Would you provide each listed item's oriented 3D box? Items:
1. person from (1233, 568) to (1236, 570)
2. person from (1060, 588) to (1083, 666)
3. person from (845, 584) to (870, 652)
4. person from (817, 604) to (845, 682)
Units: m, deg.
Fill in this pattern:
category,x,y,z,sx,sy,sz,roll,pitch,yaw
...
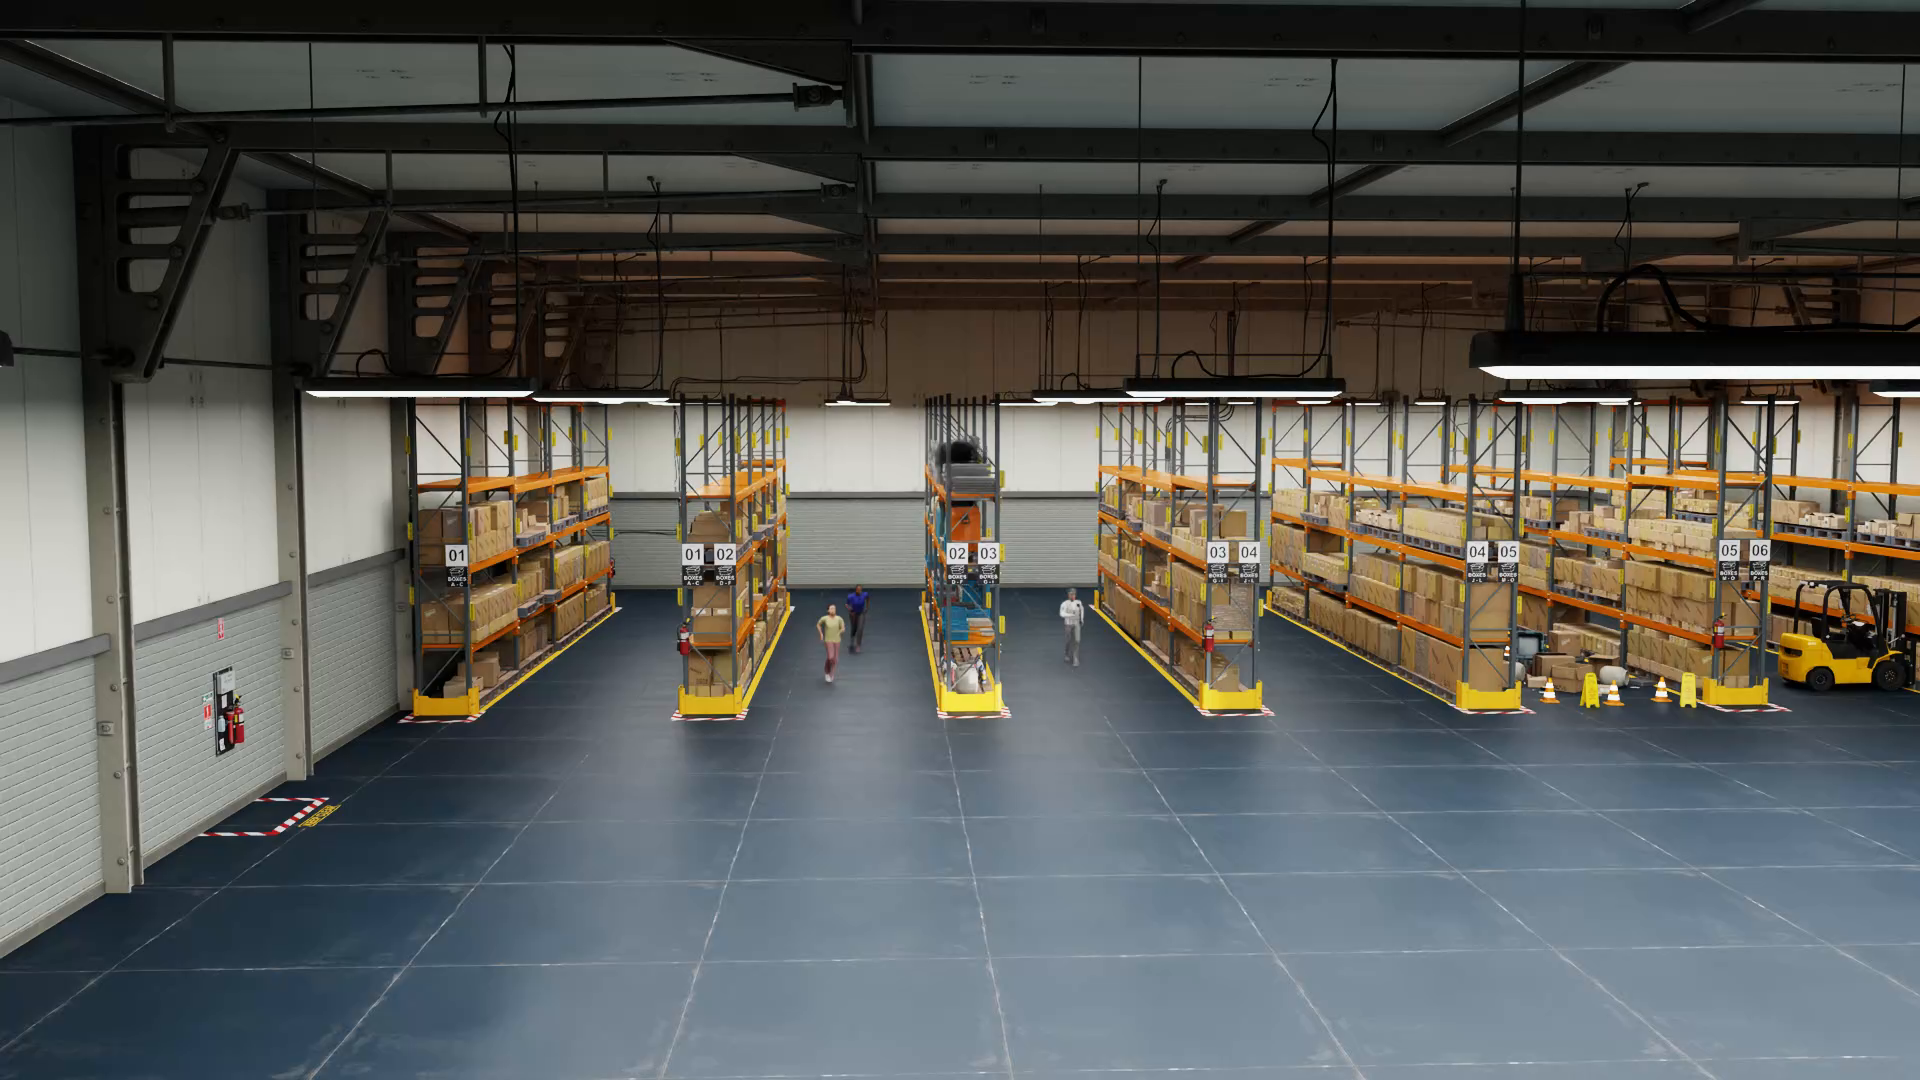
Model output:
category,x,y,z,sx,sy,sz,roll,pitch,yaw
person,6.851,1.515,42.030,0.684,1.823,0.866,0,5,-4
person,2.511,1.938,37.235,0.587,1.746,0.830,-1,5,-7
person,-2.463,1.824,39.632,0.599,1.619,0.959,-1,5,-16
person,-2.673,2.143,34.727,0.559,1.646,0.640,-1,5,-18
